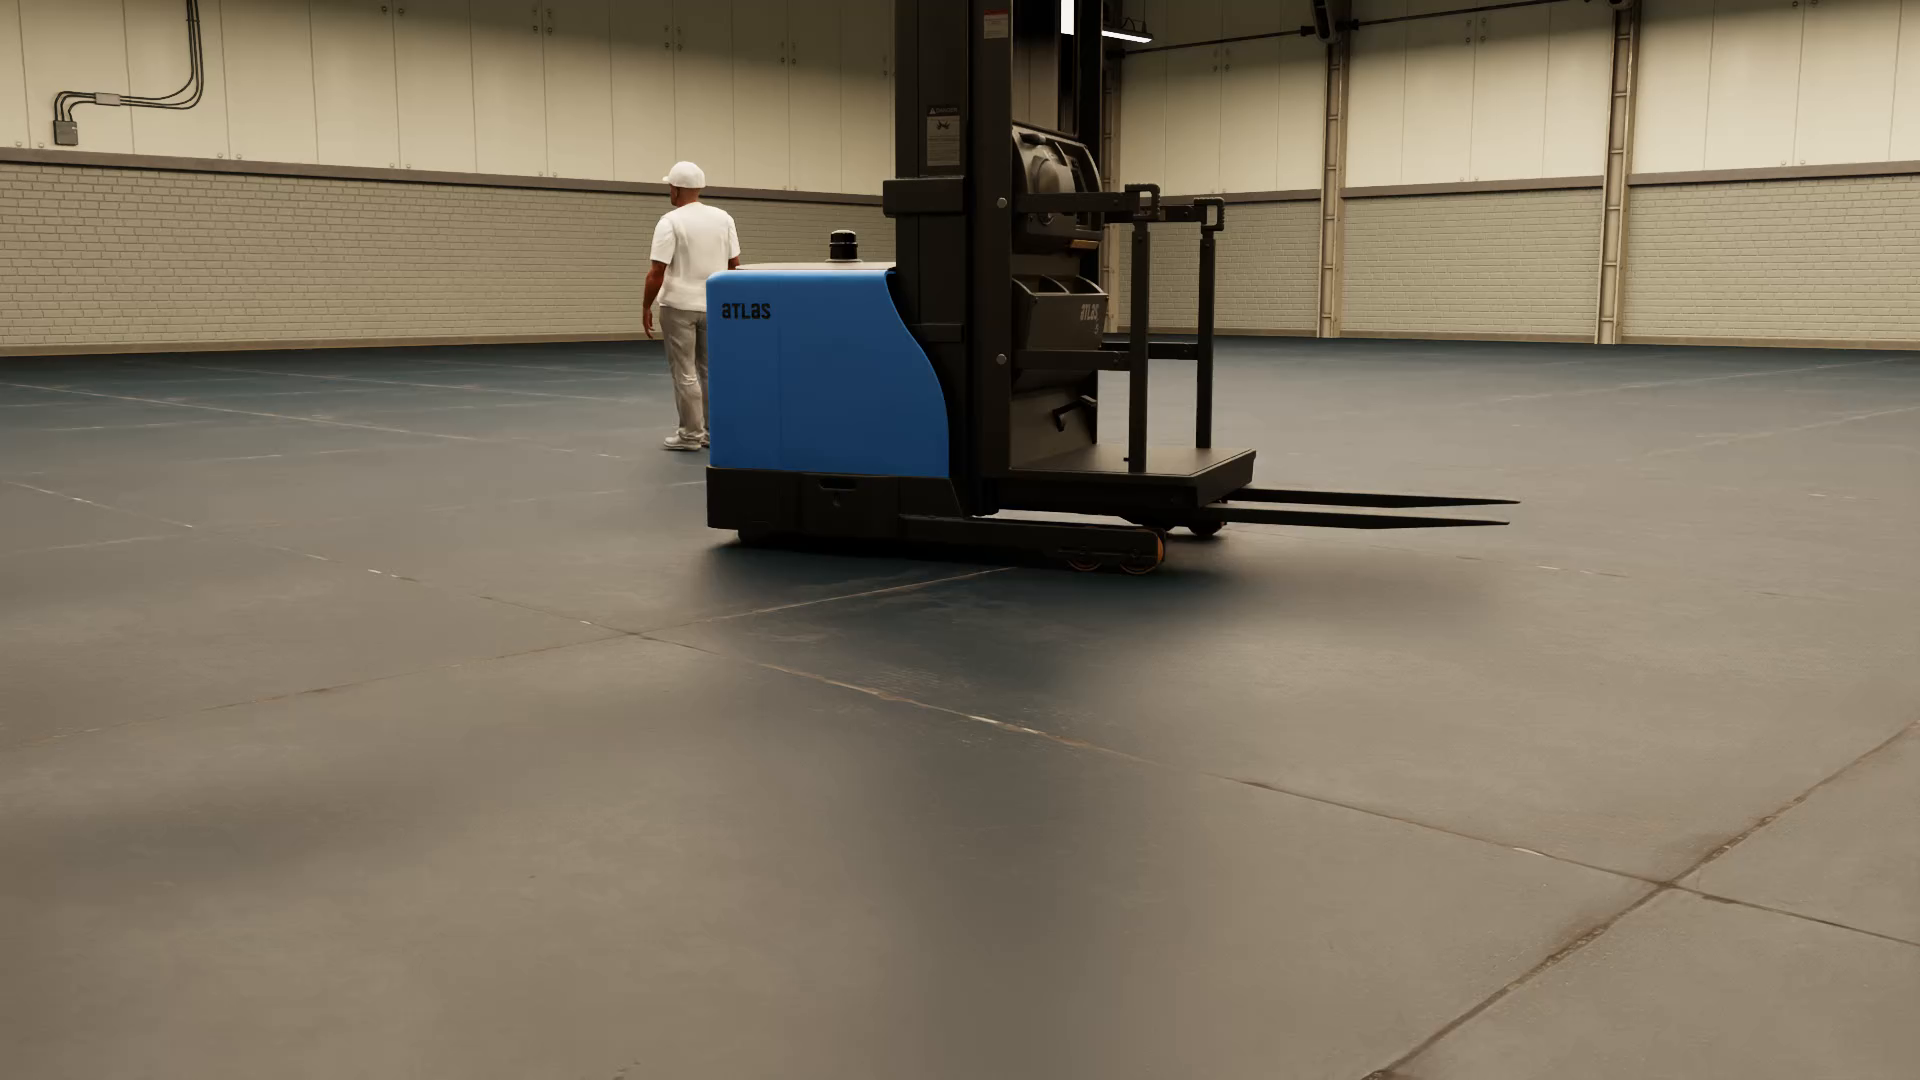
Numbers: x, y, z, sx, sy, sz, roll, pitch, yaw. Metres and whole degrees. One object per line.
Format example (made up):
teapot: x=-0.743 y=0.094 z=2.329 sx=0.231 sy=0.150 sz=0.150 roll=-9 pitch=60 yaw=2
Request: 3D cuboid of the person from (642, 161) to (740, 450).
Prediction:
person: x=-1.713 y=-1.451 z=10.374 sx=0.665 sy=1.765 sz=0.577 roll=-7 pitch=11 yaw=-40

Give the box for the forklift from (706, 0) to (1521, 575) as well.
forklift: x=0.565 y=-1.416 z=6.275 sx=3.031 sy=2.935 sz=1.130 roll=3 pitch=9 yaw=22
